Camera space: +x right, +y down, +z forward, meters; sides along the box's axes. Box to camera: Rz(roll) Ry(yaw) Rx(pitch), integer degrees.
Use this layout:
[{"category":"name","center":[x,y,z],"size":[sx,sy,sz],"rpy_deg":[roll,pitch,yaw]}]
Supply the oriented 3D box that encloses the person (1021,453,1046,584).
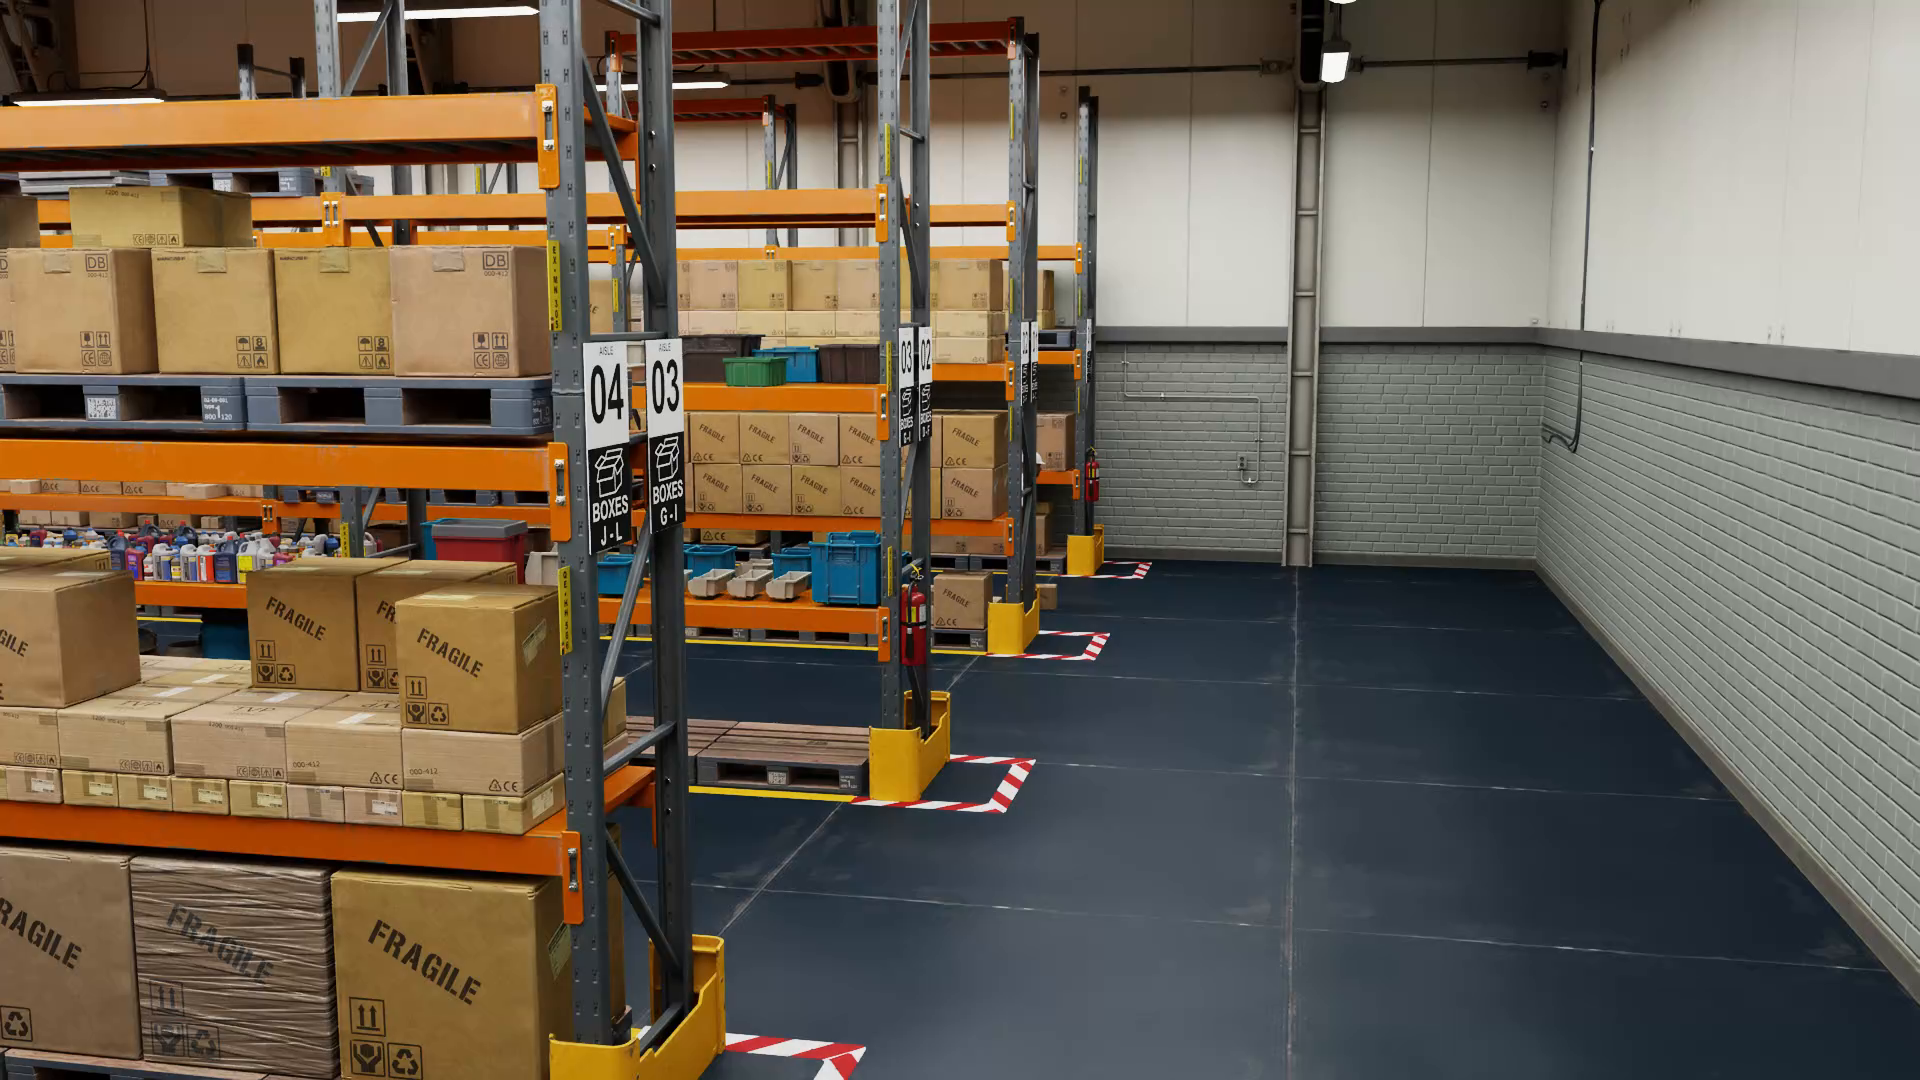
[{"category":"person","center":[0.729,-0.118,18.592],"size":[0.454,1.761,0.636],"rpy_deg":[1,8,9]}]
